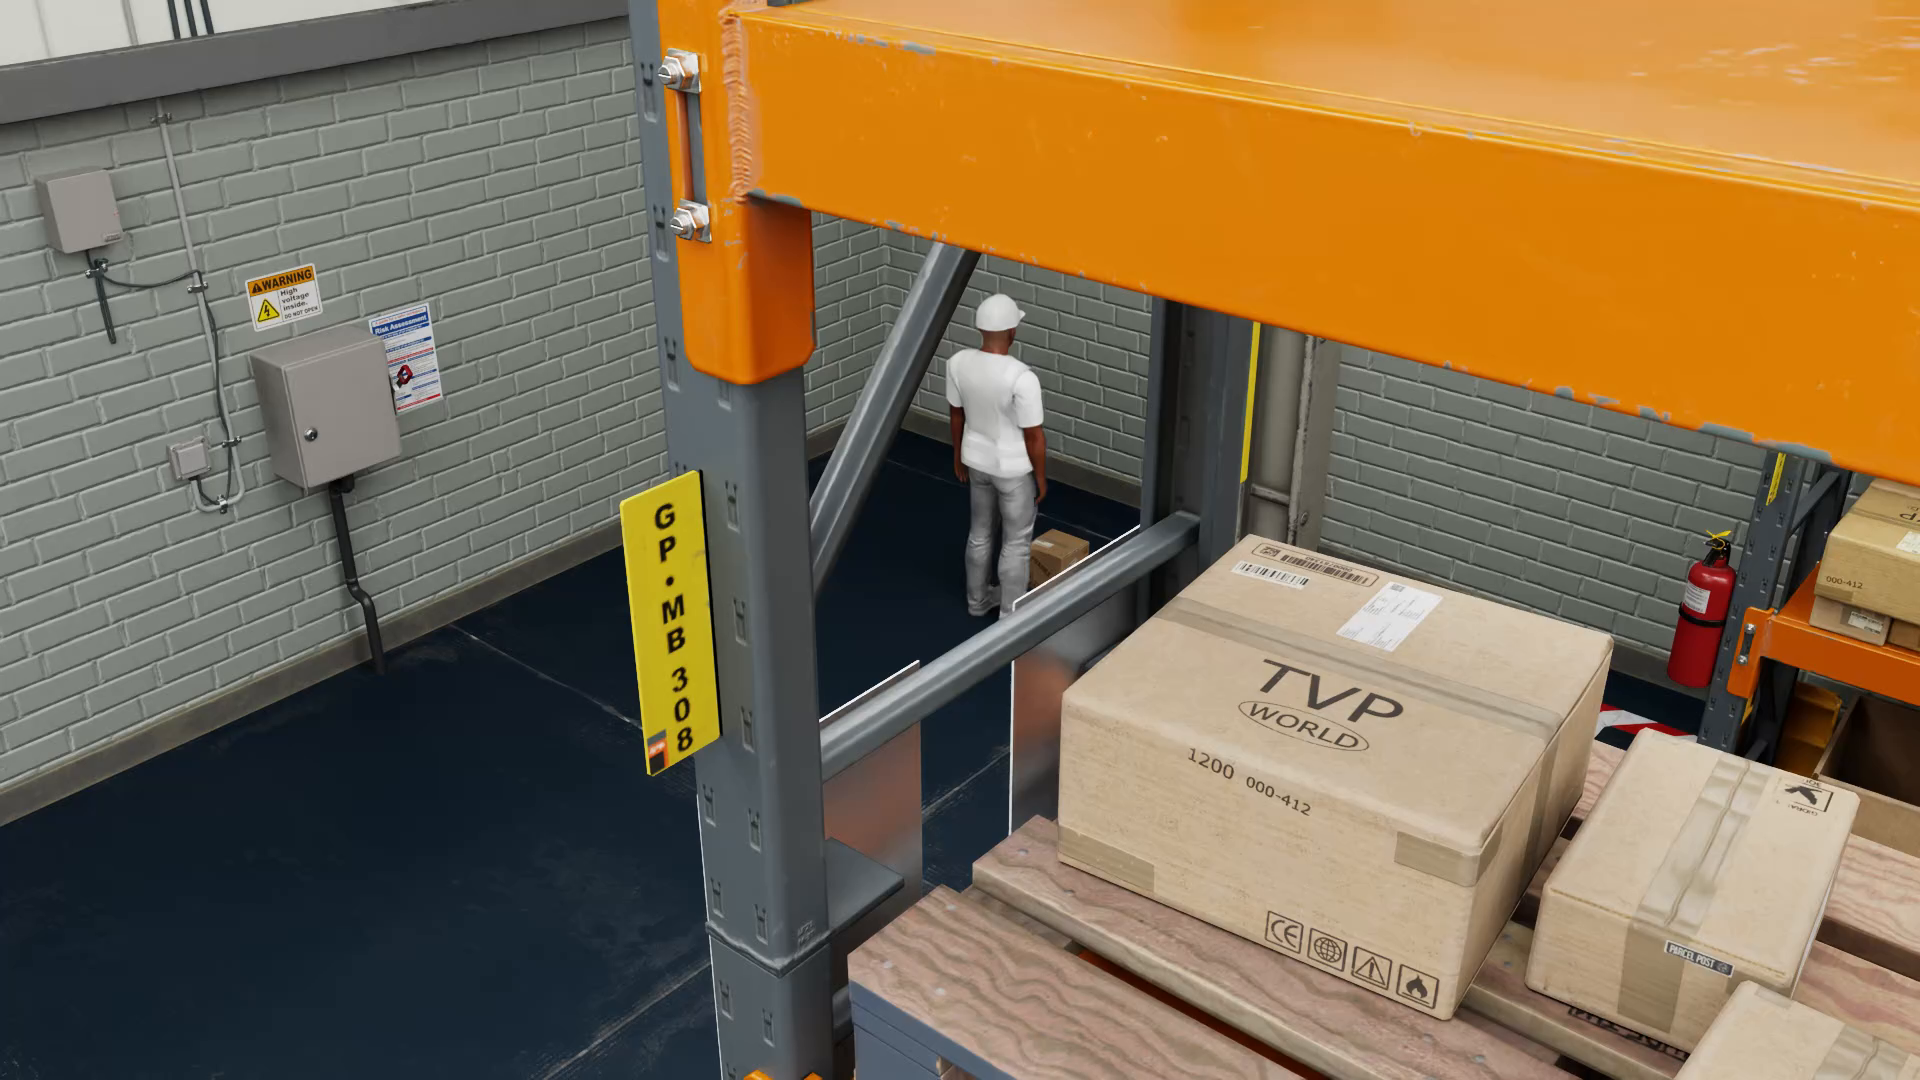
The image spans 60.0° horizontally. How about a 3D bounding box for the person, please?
[{"bbox_3d":[0.208,-0.387,8.342,0.576,1.778,0.407,21,34,35],"label":"person"}]
